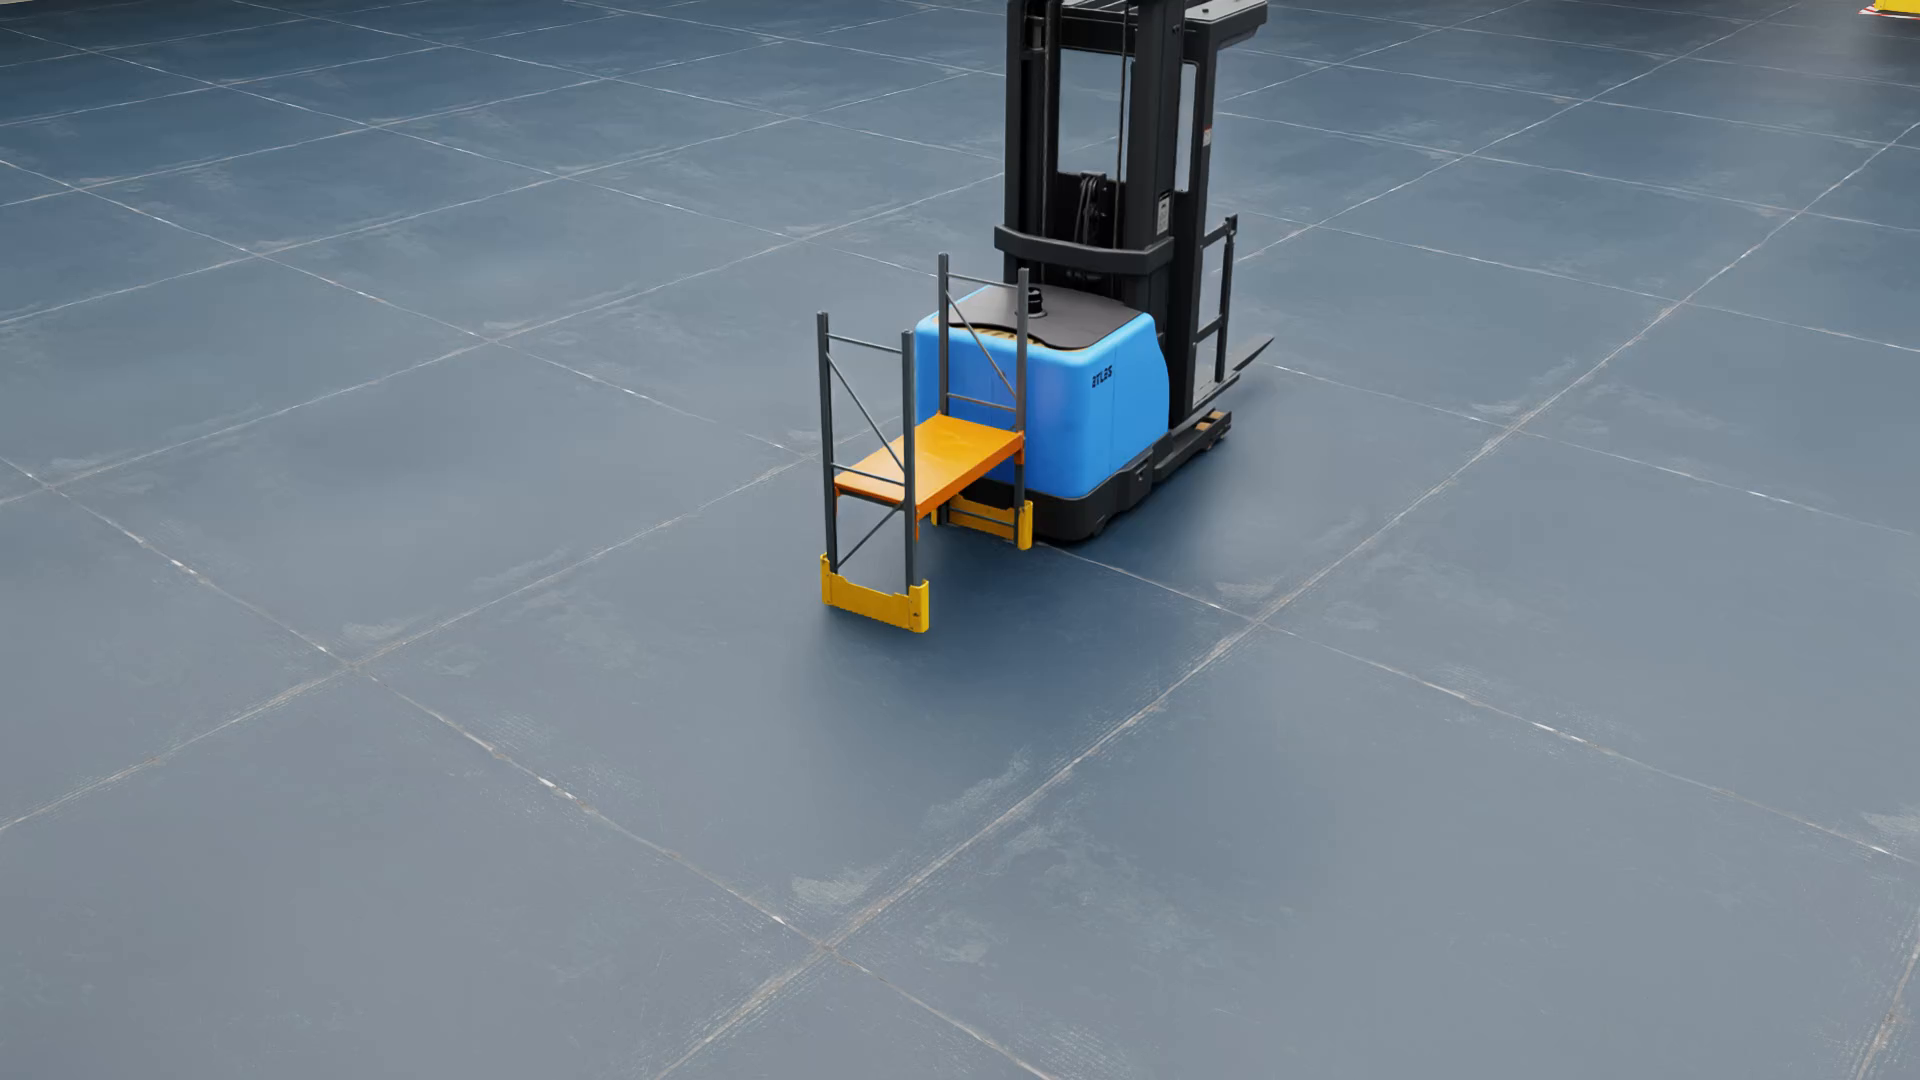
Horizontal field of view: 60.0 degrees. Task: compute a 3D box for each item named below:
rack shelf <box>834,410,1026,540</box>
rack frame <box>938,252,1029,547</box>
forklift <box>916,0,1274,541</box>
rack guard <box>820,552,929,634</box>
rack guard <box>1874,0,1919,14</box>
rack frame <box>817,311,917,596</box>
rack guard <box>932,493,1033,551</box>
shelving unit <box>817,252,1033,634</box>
[{"bbox_3d":[-0.155,-0.336,8.159,0.538,0.185,1.000,16,31,28],"label":"rack shelf"},{"bbox_3d":[0.112,-0.694,8.460,0.500,1.500,0.032,16,31,28],"label":"rack frame"},{"bbox_3d":[0.962,-1.931,9.292,1.130,2.935,3.031,16,31,28],"label":"forklift"},{"bbox_3d":[-0.413,0.250,7.994,0.587,0.250,0.087,16,31,28],"label":"rack guard"},{"bbox_3d":[13.114,-7.418,22.546,1.175,0.500,0.348,21,34,34],"label":"rack guard"},{"bbox_3d":[-0.423,-0.297,7.692,0.500,1.500,0.032,16,31,28],"label":"rack frame"},{"bbox_3d":[0.112,-0.139,8.746,0.587,0.250,0.087,16,31,28],"label":"rack guard"},{"bbox_3d":[-0.151,-0.499,8.083,0.587,1.500,1.083,16,31,28],"label":"shelving unit"}]
